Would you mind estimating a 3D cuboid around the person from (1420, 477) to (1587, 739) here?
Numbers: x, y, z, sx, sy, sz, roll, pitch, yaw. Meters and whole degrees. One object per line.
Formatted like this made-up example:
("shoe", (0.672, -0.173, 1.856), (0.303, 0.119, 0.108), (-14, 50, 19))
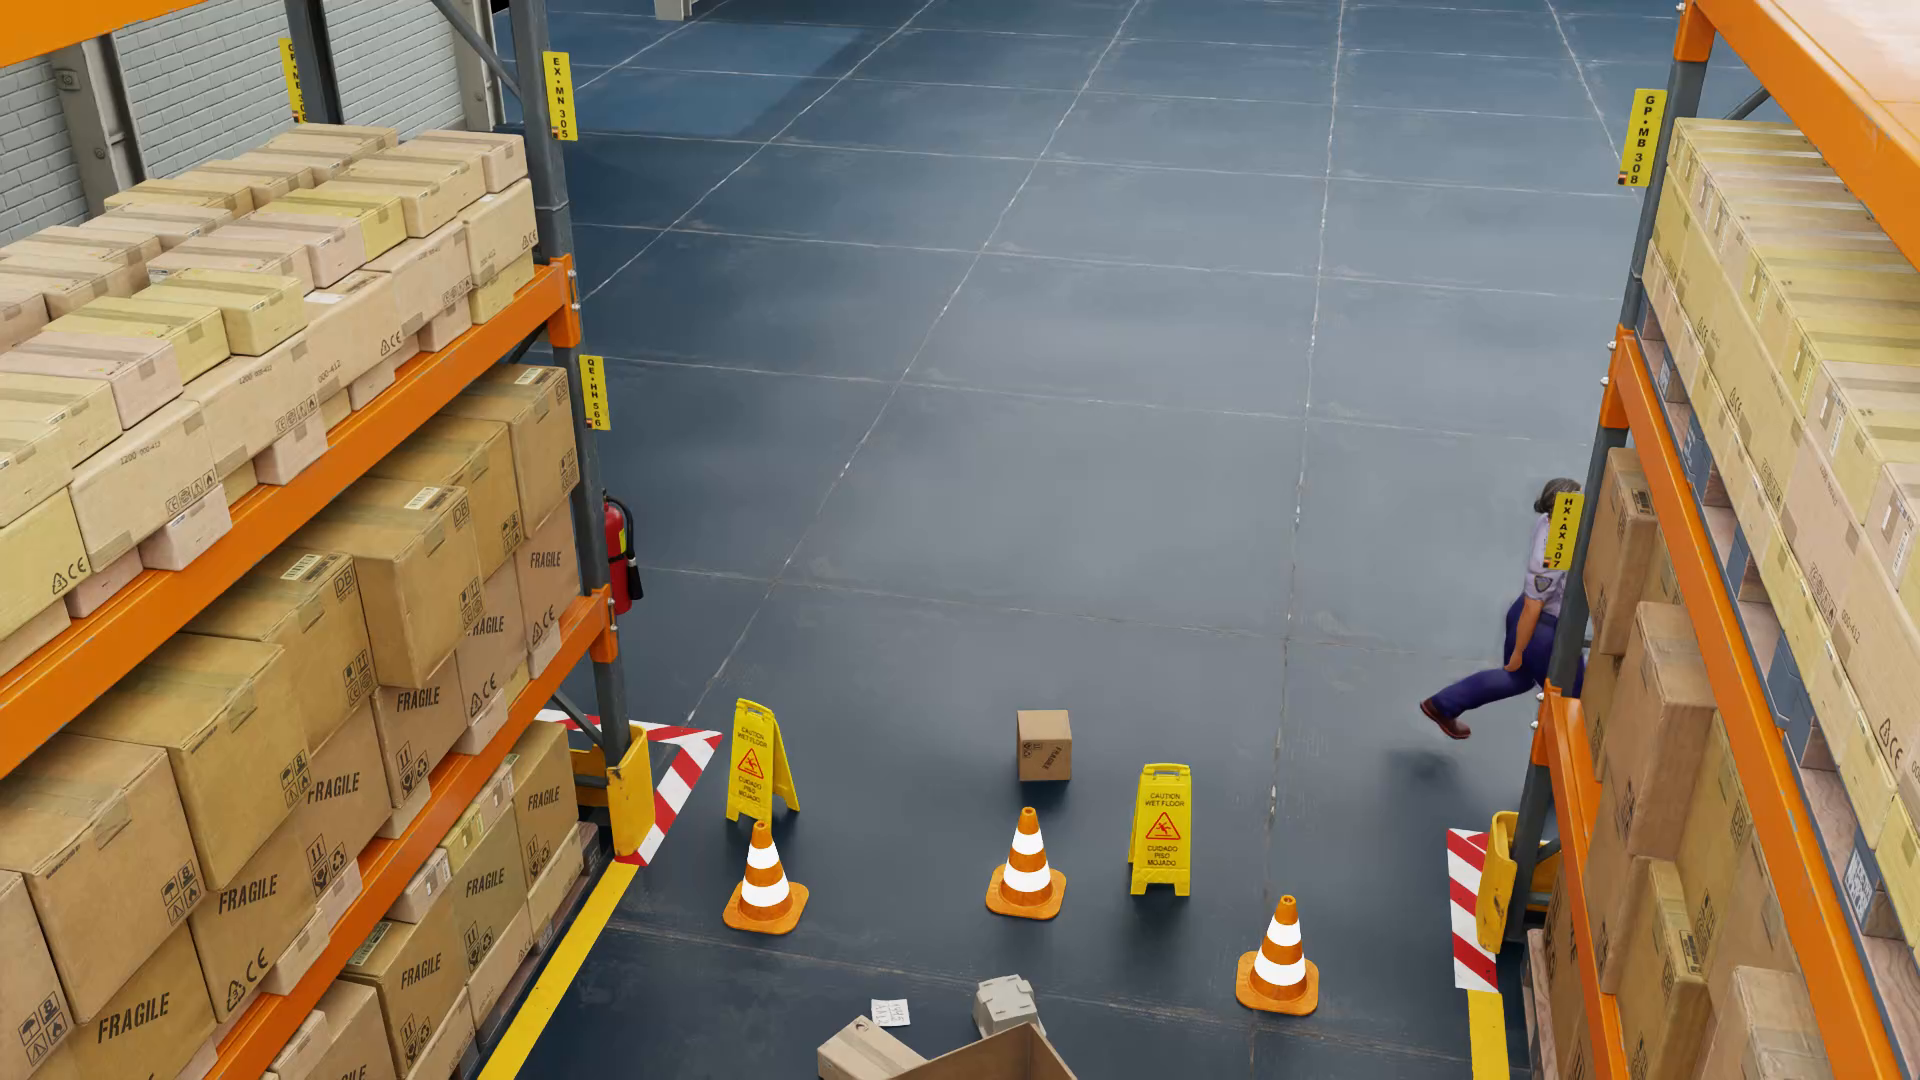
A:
("person", (2.730, 0.420, 7.868), (0.935, 1.582, 0.471), (8, 30, 13))
